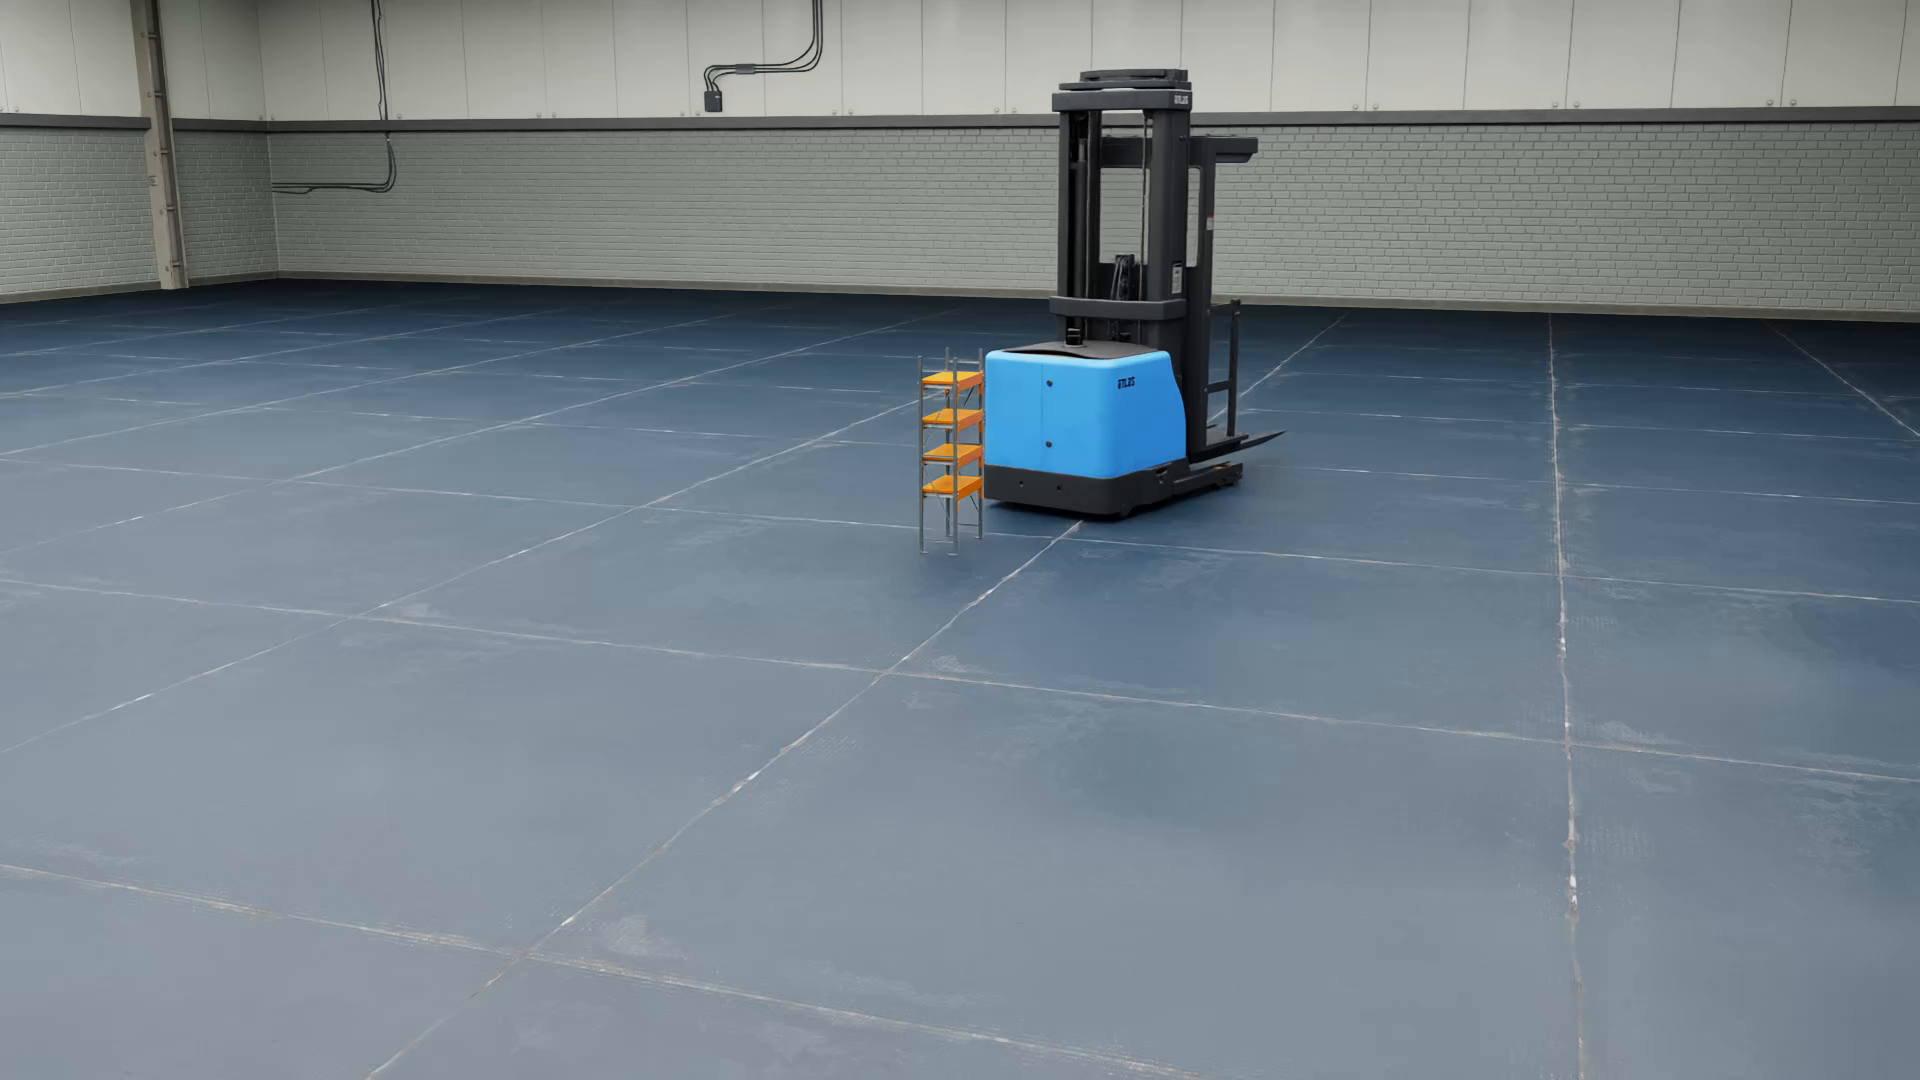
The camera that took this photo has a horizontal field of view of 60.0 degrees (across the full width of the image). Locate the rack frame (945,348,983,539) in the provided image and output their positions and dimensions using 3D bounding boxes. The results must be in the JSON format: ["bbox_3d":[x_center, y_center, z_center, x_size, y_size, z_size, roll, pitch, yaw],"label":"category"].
[{"bbox_3d":[0.025,-0.601,10.427,0.240,1.200,0.015,4,14,18],"label":"rack frame"}]

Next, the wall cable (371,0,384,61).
[{"bbox_3d":[-9.925,-10.370,31.327,3.097,2.526,0.112,4,14,18],"label":"wall cable"}]

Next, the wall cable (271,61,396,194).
[{"bbox_3d":[-12.485,-8.103,32.743,3.097,2.526,0.112,4,14,18],"label":"wall cable"}]

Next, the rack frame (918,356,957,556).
[{"bbox_3d":[-0.132,-0.499,9.977,0.240,1.200,0.015,4,14,18],"label":"rack frame"}]

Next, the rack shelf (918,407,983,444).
[{"bbox_3d":[-0.054,-0.703,10.167,0.258,0.148,0.480,4,14,18],"label":"rack shelf"}]

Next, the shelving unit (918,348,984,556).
[{"bbox_3d":[-0.054,-0.550,10.202,0.258,1.200,0.503,4,14,18],"label":"shelving unit"}]

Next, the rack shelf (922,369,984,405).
[{"bbox_3d":[-0.054,-0.933,10.114,0.258,0.148,0.480,4,14,18],"label":"rack shelf"}]

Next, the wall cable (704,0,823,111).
[{"bbox_3d":[-3.507,-10.588,29.010,2.305,6.003,0.169,4,14,18],"label":"wall cable"}]

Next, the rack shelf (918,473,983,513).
[{"bbox_3d":[-0.054,-0.291,10.261,0.258,0.148,0.480,4,14,18],"label":"rack shelf"}]

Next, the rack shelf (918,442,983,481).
[{"bbox_3d":[-0.054,-0.485,10.217,0.258,0.148,0.480,4,14,18],"label":"rack shelf"}]

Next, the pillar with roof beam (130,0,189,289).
[{"bbox_3d":[-10.616,-8.781,28.739,9.100,9.000,0.400,4,14,18],"label":"pillar with roof beam"}]

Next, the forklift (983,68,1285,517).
[{"bbox_3d":[1.433,-1.857,12.035,1.130,2.935,3.031,9,16,35],"label":"forklift"}]
